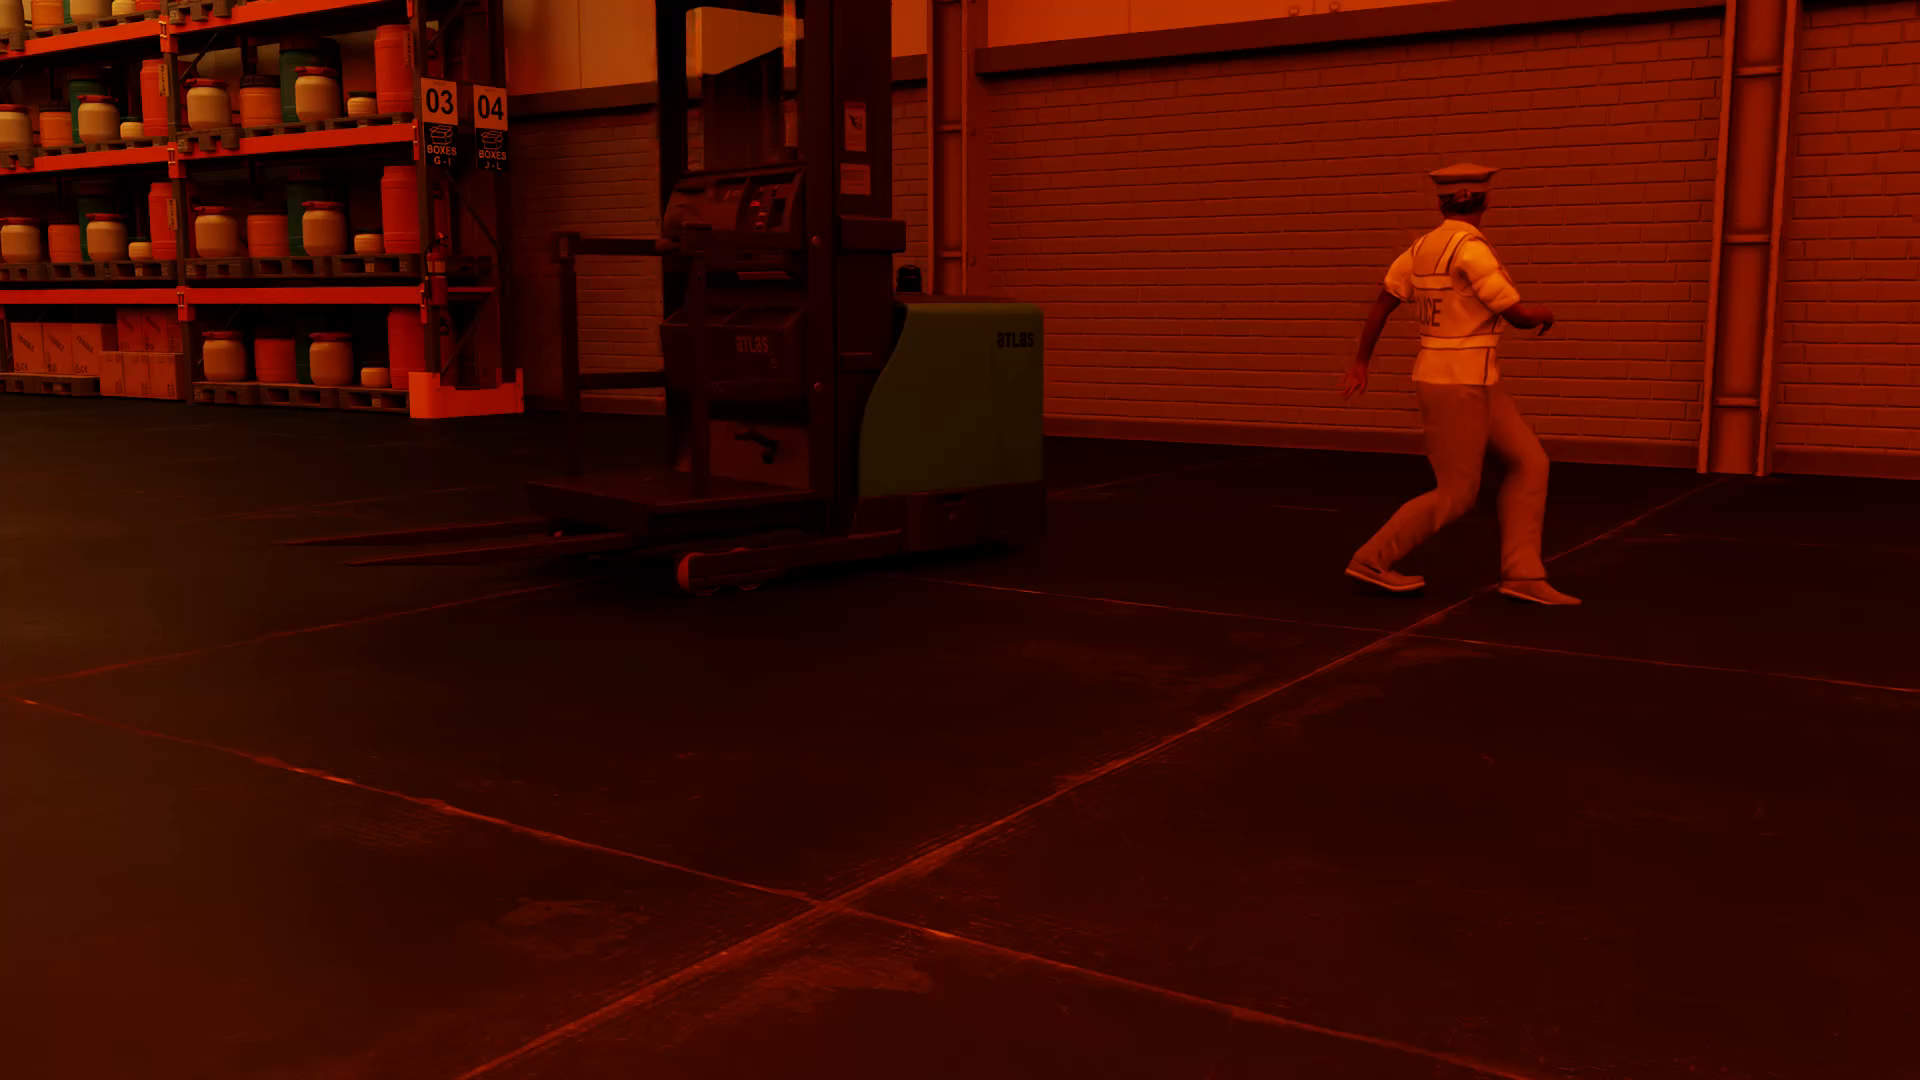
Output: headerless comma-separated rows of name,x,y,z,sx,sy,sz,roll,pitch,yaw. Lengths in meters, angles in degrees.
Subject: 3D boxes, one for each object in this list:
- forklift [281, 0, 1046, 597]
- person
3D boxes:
forklift,-1.071,-1.325,6.509,3.031,2.935,1.130,-7,11,-40
person,1.823,-0.550,6.028,0.890,1.599,0.470,2,8,14
